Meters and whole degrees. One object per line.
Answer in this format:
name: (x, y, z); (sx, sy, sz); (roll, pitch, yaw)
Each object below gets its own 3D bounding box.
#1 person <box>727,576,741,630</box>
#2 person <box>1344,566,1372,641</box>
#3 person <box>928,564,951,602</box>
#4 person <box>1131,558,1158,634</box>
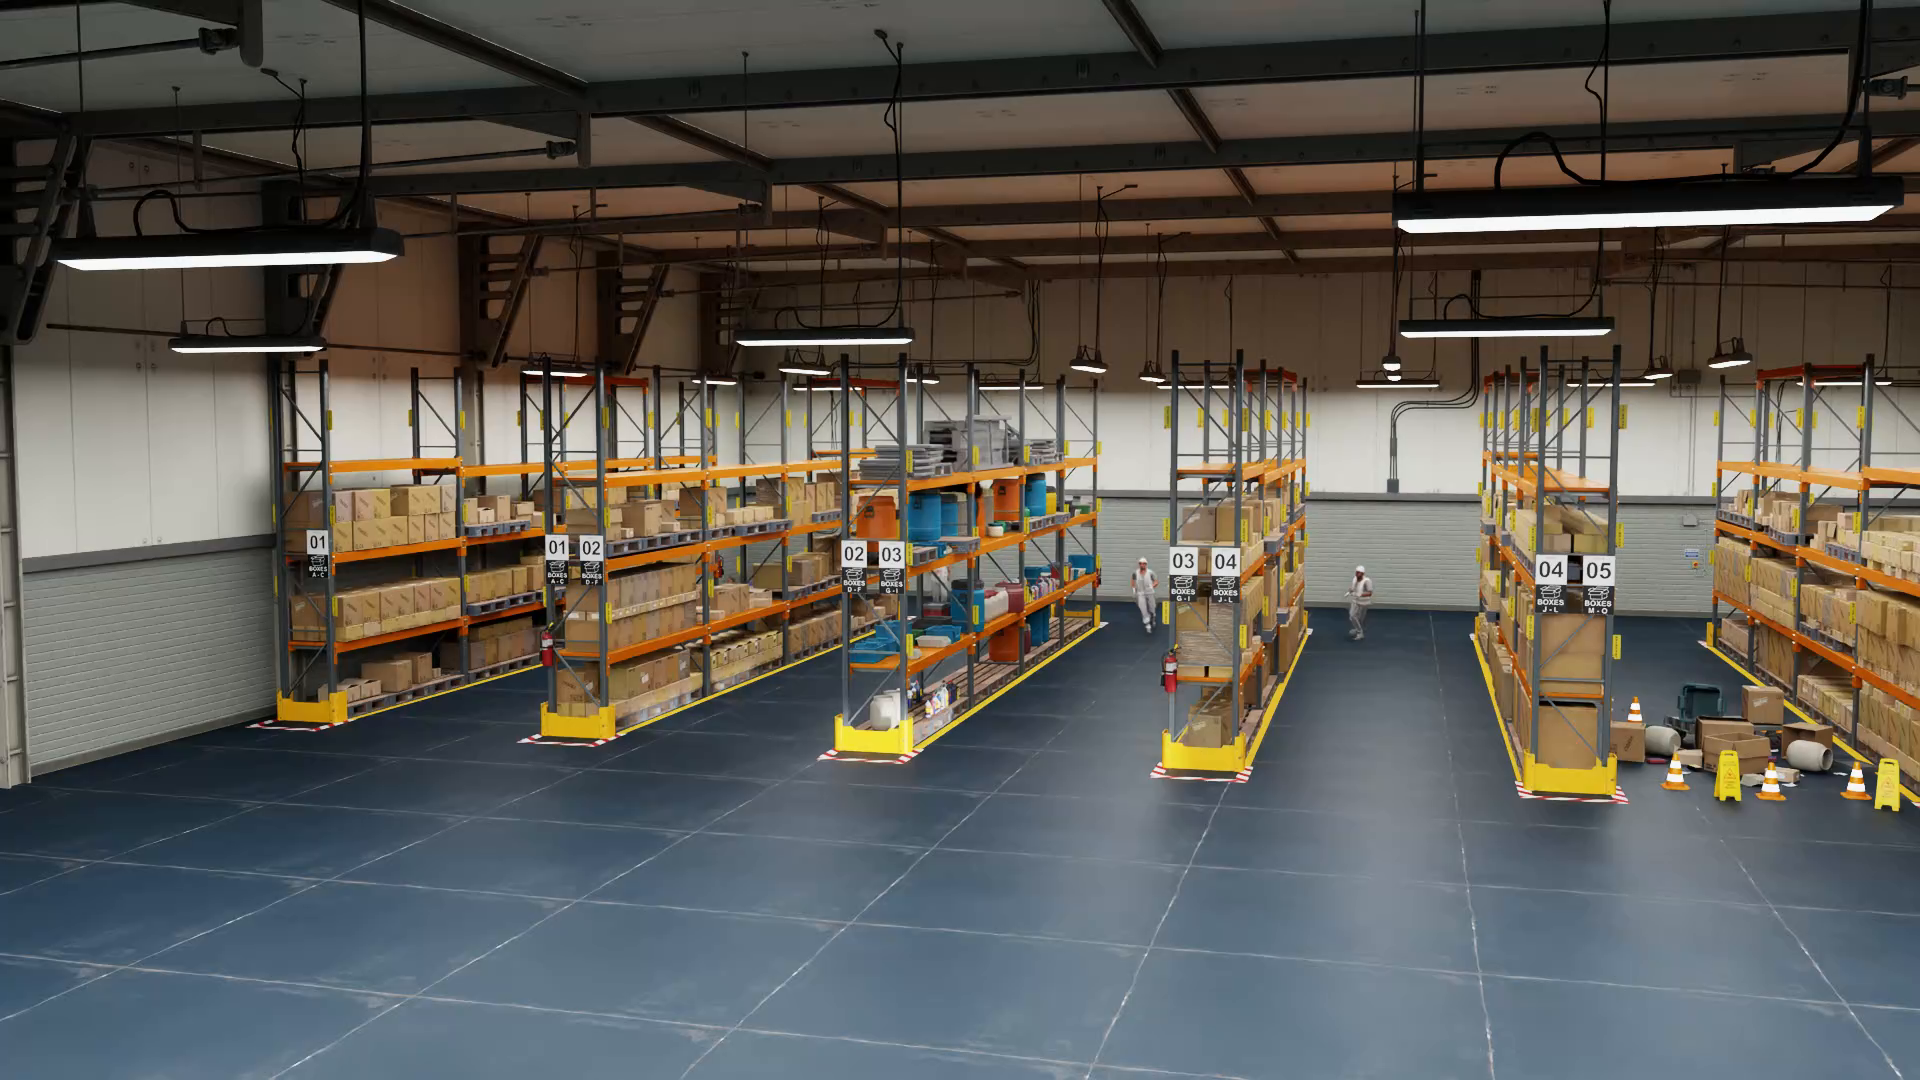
person: (-5.024, 1.571, 37.062); (0.576, 1.545, 0.770); (0, 4, 6)
person: (9.140, 1.434, 38.021); (0.710, 1.724, 0.817); (-4, 6, -44)
person: (-0.523, 1.073, 42.446); (0.632, 1.844, 0.874); (0, 4, -6)
person: (4.354, 1.301, 39.297); (0.640, 1.763, 0.937); (1, 4, 8)
